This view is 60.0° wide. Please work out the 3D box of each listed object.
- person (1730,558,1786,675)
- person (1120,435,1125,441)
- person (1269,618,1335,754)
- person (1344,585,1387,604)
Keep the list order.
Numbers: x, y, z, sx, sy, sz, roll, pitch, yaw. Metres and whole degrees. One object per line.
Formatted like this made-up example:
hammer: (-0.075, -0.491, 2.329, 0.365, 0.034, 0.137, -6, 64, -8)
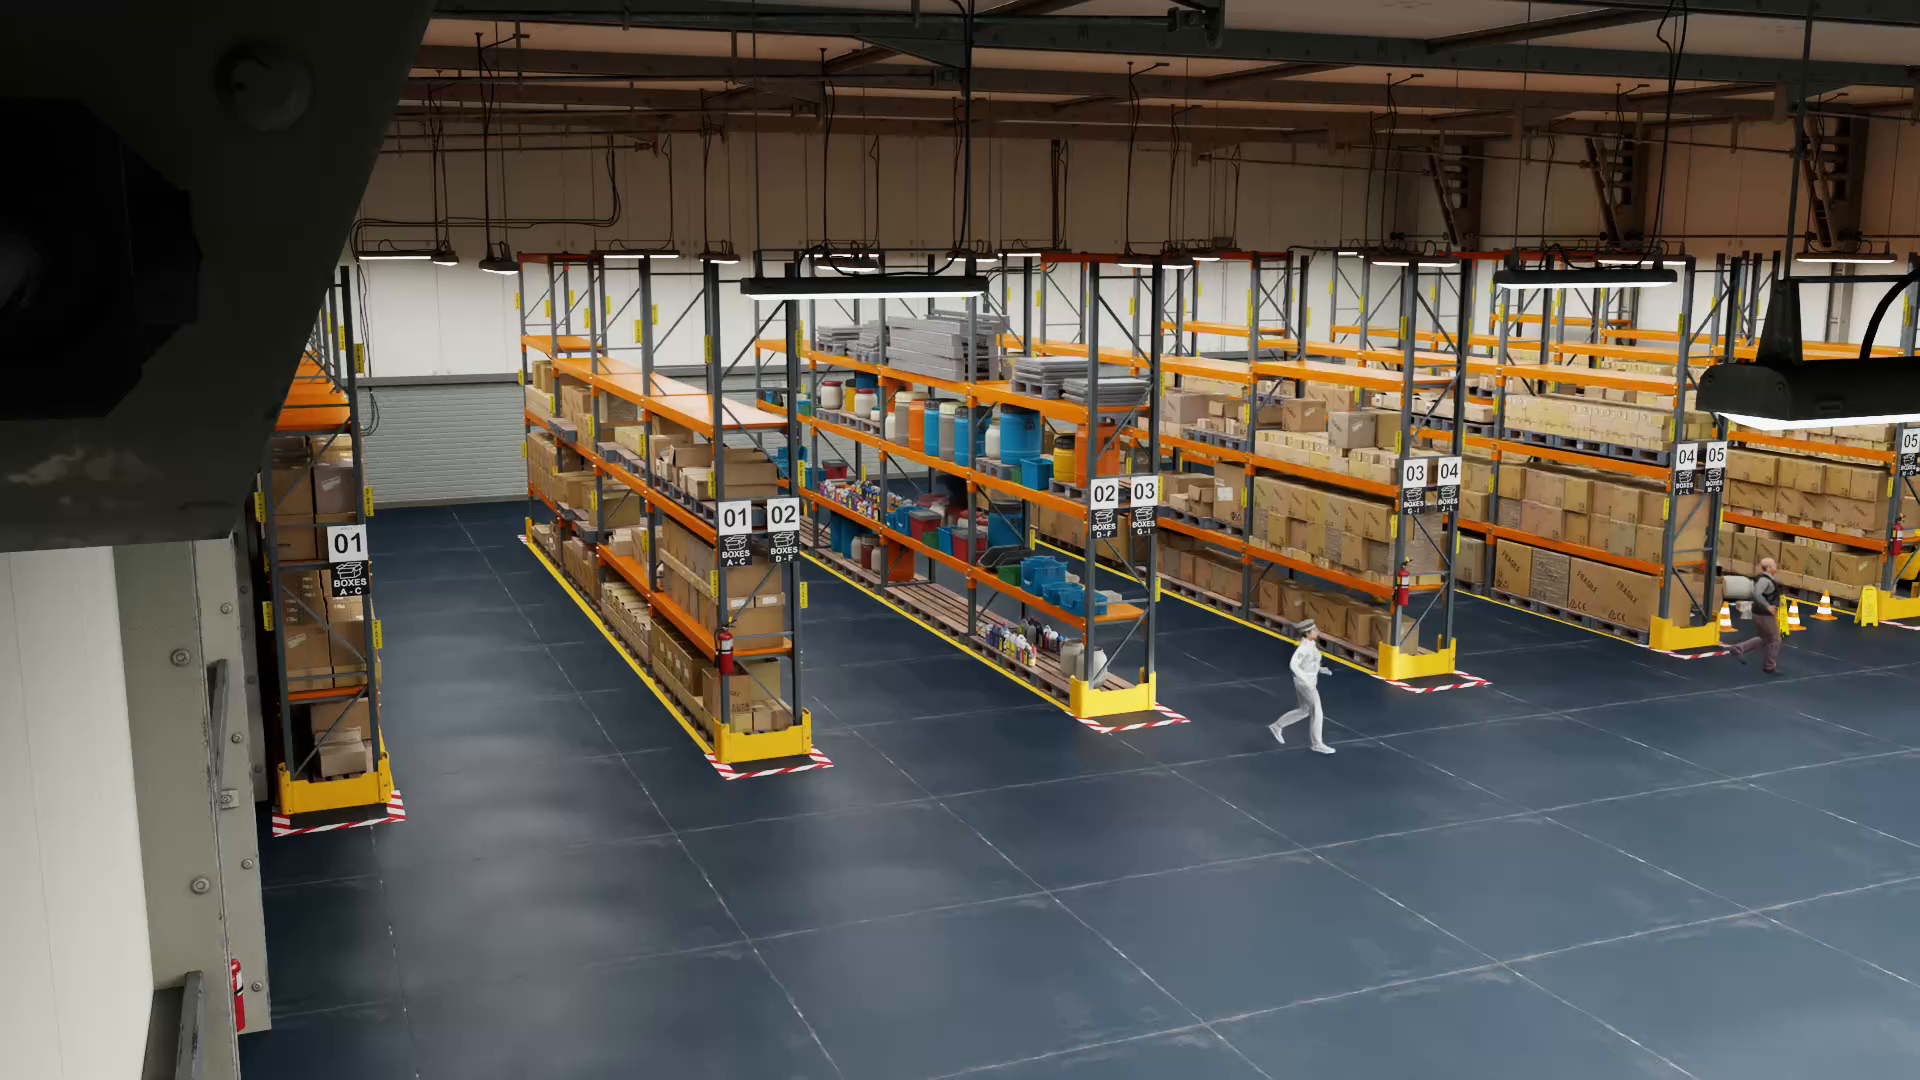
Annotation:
person: (11.722, 1.103, 24.311, 0.765, 1.716, 0.677, 4, 11, 20)
person: (3.708, -1.642, 39.322, 0.769, 1.693, 0.540, 2, 10, 8)
person: (4.264, 1.790, 20.522, 0.776, 1.688, 0.609, 2, 11, 12)
person: (7.121, 0.207, 29.065, 0.713, 1.741, 0.966, -6, 12, -30)
